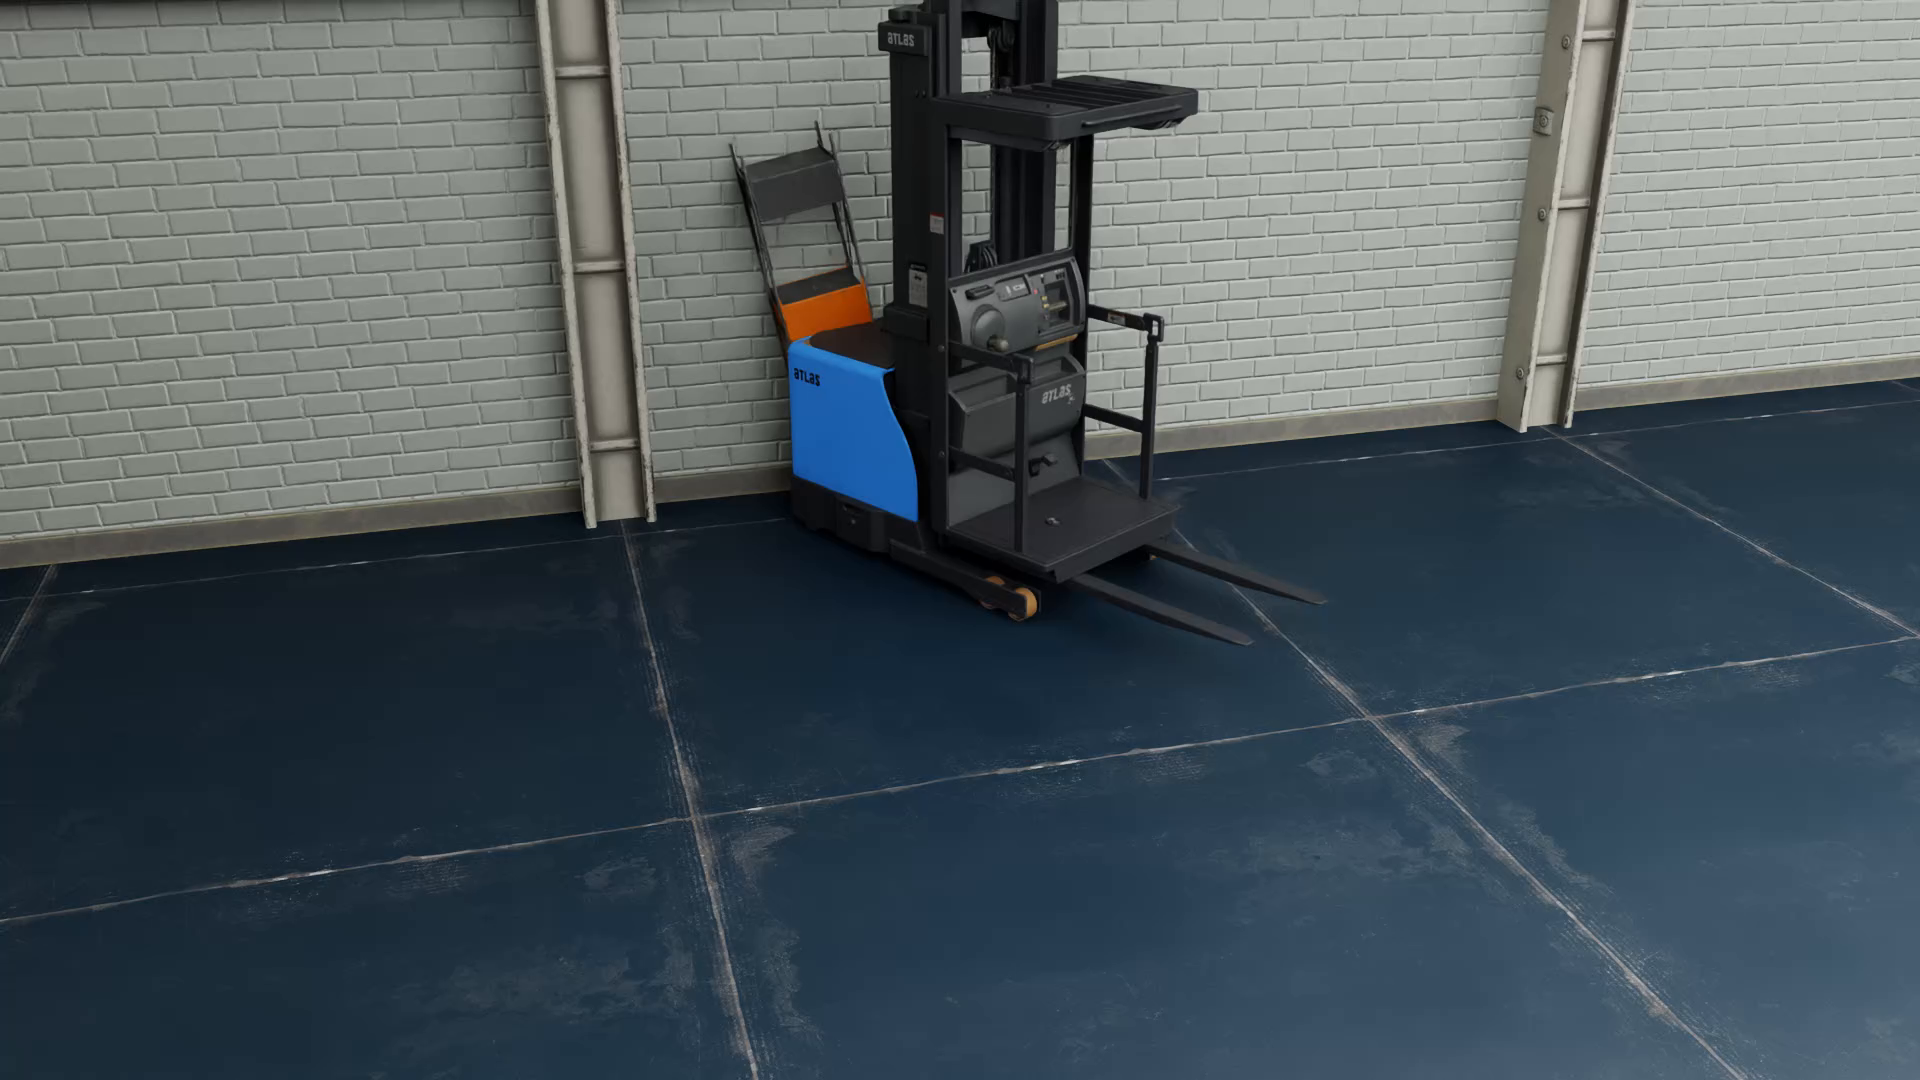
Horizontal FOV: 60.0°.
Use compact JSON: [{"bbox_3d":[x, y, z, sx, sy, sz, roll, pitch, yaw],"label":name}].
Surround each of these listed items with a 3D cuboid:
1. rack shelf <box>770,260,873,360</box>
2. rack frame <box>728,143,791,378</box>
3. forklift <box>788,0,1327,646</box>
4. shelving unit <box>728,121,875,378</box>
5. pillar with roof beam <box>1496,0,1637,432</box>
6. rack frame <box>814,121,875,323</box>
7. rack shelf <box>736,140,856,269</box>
[{"bbox_3d":[-0.766,-1.223,9.388,0.480,0.518,0.431,-17,27,-10],"label":"rack shelf"},{"bbox_3d":[-0.998,-1.164,9.340,0.015,2.100,0.400,-17,27,-10],"label":"rack frame"},{"bbox_3d":[0.451,-1.174,8.268,3.031,2.935,1.130,21,31,40],"label":"forklift"},{"bbox_3d":[-0.769,-1.235,9.382,0.503,2.100,0.431,-17,27,-10],"label":"shelving unit"},{"bbox_3d":[4.976,-3.285,5.494,0.400,9.000,9.100,-6,24,-14],"label":"pillar with roof beam"},{"bbox_3d":[-0.539,-1.307,9.424,0.015,2.100,0.400,-17,27,-10],"label":"rack frame"},{"bbox_3d":[-0.899,-1.836,9.076,0.480,0.518,0.431,-17,27,-10],"label":"rack shelf"}]
